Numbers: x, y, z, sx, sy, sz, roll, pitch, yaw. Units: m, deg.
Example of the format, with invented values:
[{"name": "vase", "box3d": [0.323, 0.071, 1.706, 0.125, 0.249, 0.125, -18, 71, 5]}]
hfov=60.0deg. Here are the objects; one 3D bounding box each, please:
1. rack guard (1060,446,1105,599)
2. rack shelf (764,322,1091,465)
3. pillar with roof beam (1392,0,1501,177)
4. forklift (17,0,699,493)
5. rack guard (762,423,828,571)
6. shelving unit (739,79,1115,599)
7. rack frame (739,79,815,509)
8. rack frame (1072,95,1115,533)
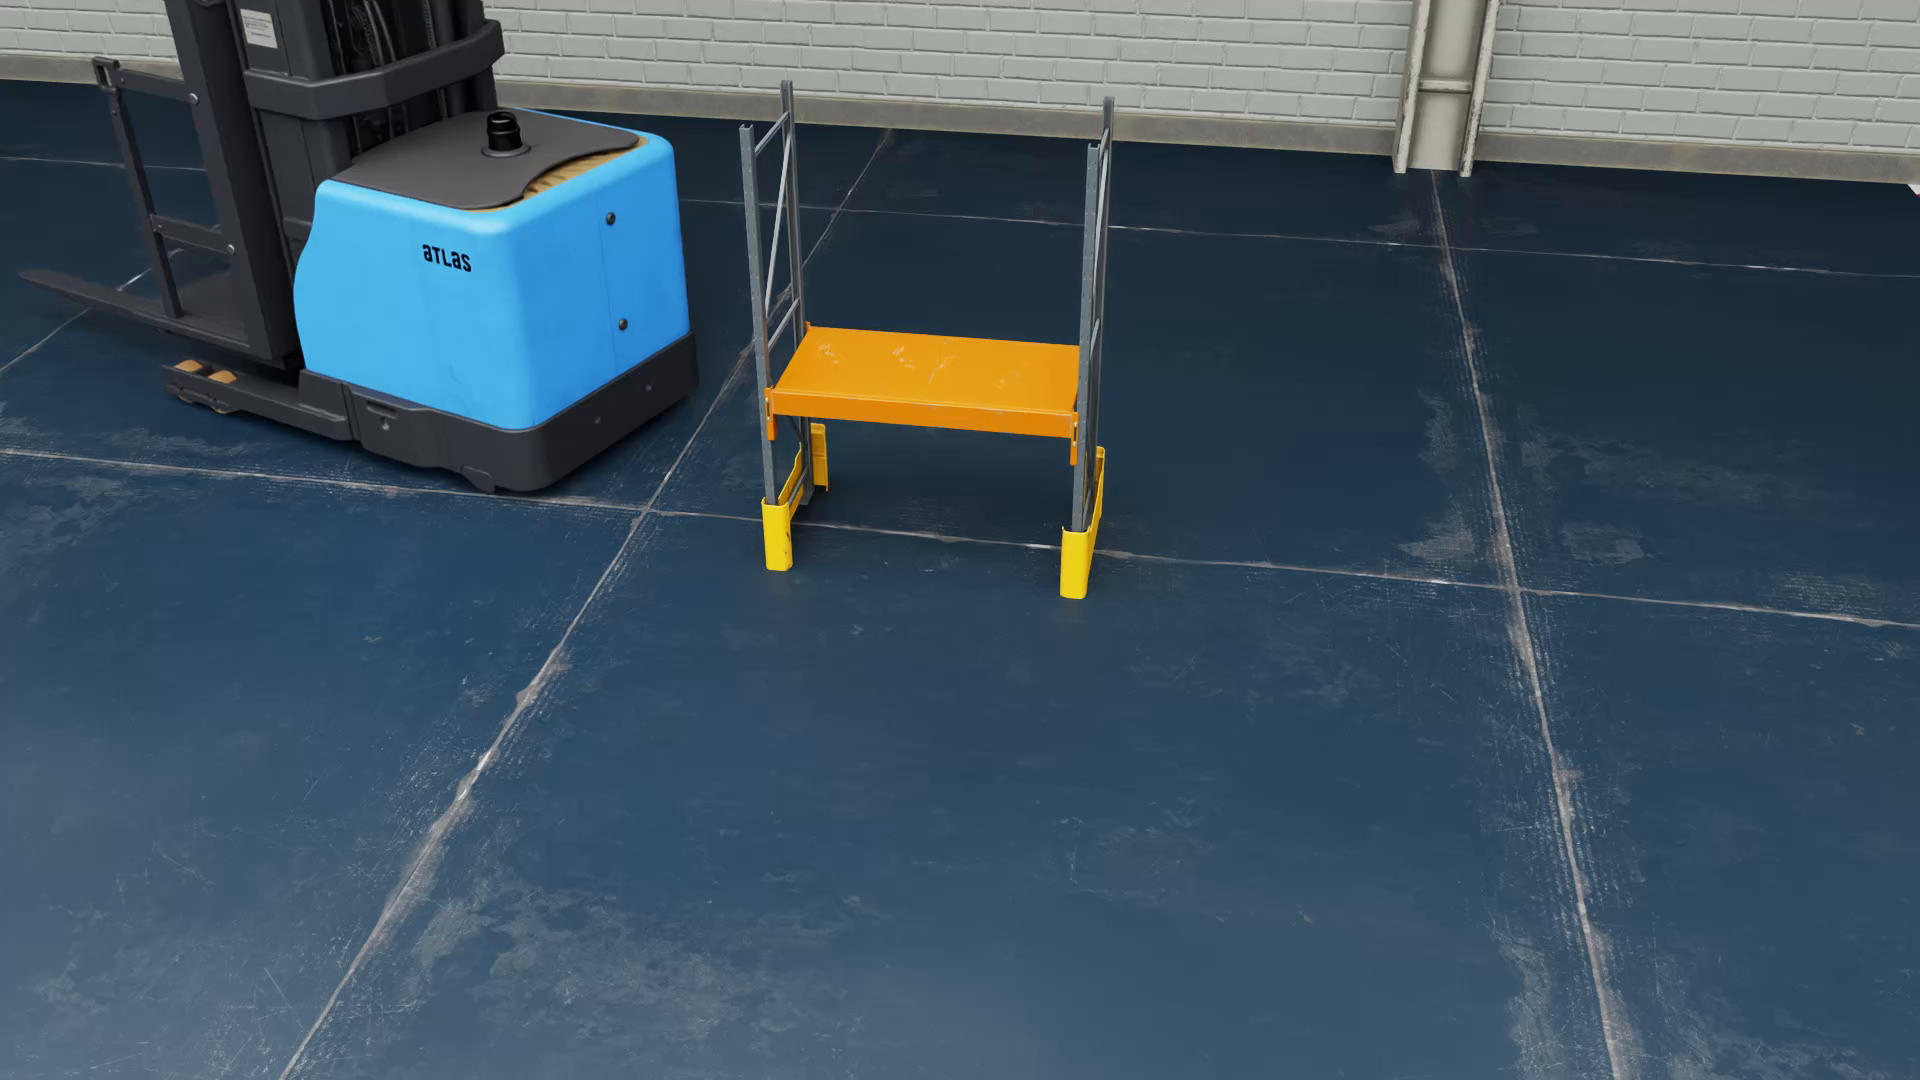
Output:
[{"name": "rack guard", "box3d": [0.416, -0.068, 5.624, 0.087, 0.250, 0.587, 5, 32, 8]}, {"name": "rack shelf", "box3d": [-0.084, -0.491, 5.460, 1.000, 0.185, 0.538, 5, 32, 8]}, {"name": "pillar with roof beam", "box3d": [1.820, -3.590, 3.004, 0.400, 9.000, 9.100, 5, 32, 8]}, {"name": "forklift", "box3d": [-2.576, -1.965, 6.127, 3.031, 2.935, 1.130, 16, 36, 24]}, {"name": "rack guard", "box3d": [-0.566, -0.157, 5.766, 0.087, 0.250, 0.587, 5, 32, 8]}, {"name": "shelving unit", "box3d": [-0.075, -0.643, 5.363, 1.083, 1.500, 0.587, 5, 32, 8]}, {"name": "rack frame", "box3d": [-0.585, -0.689, 5.437, 0.032, 1.500, 0.500, 5, 32, 8]}, {"name": "rack frame", "box3d": [0.417, -0.598, 5.292, 0.032, 1.500, 0.500, 5, 32, 8]}]
